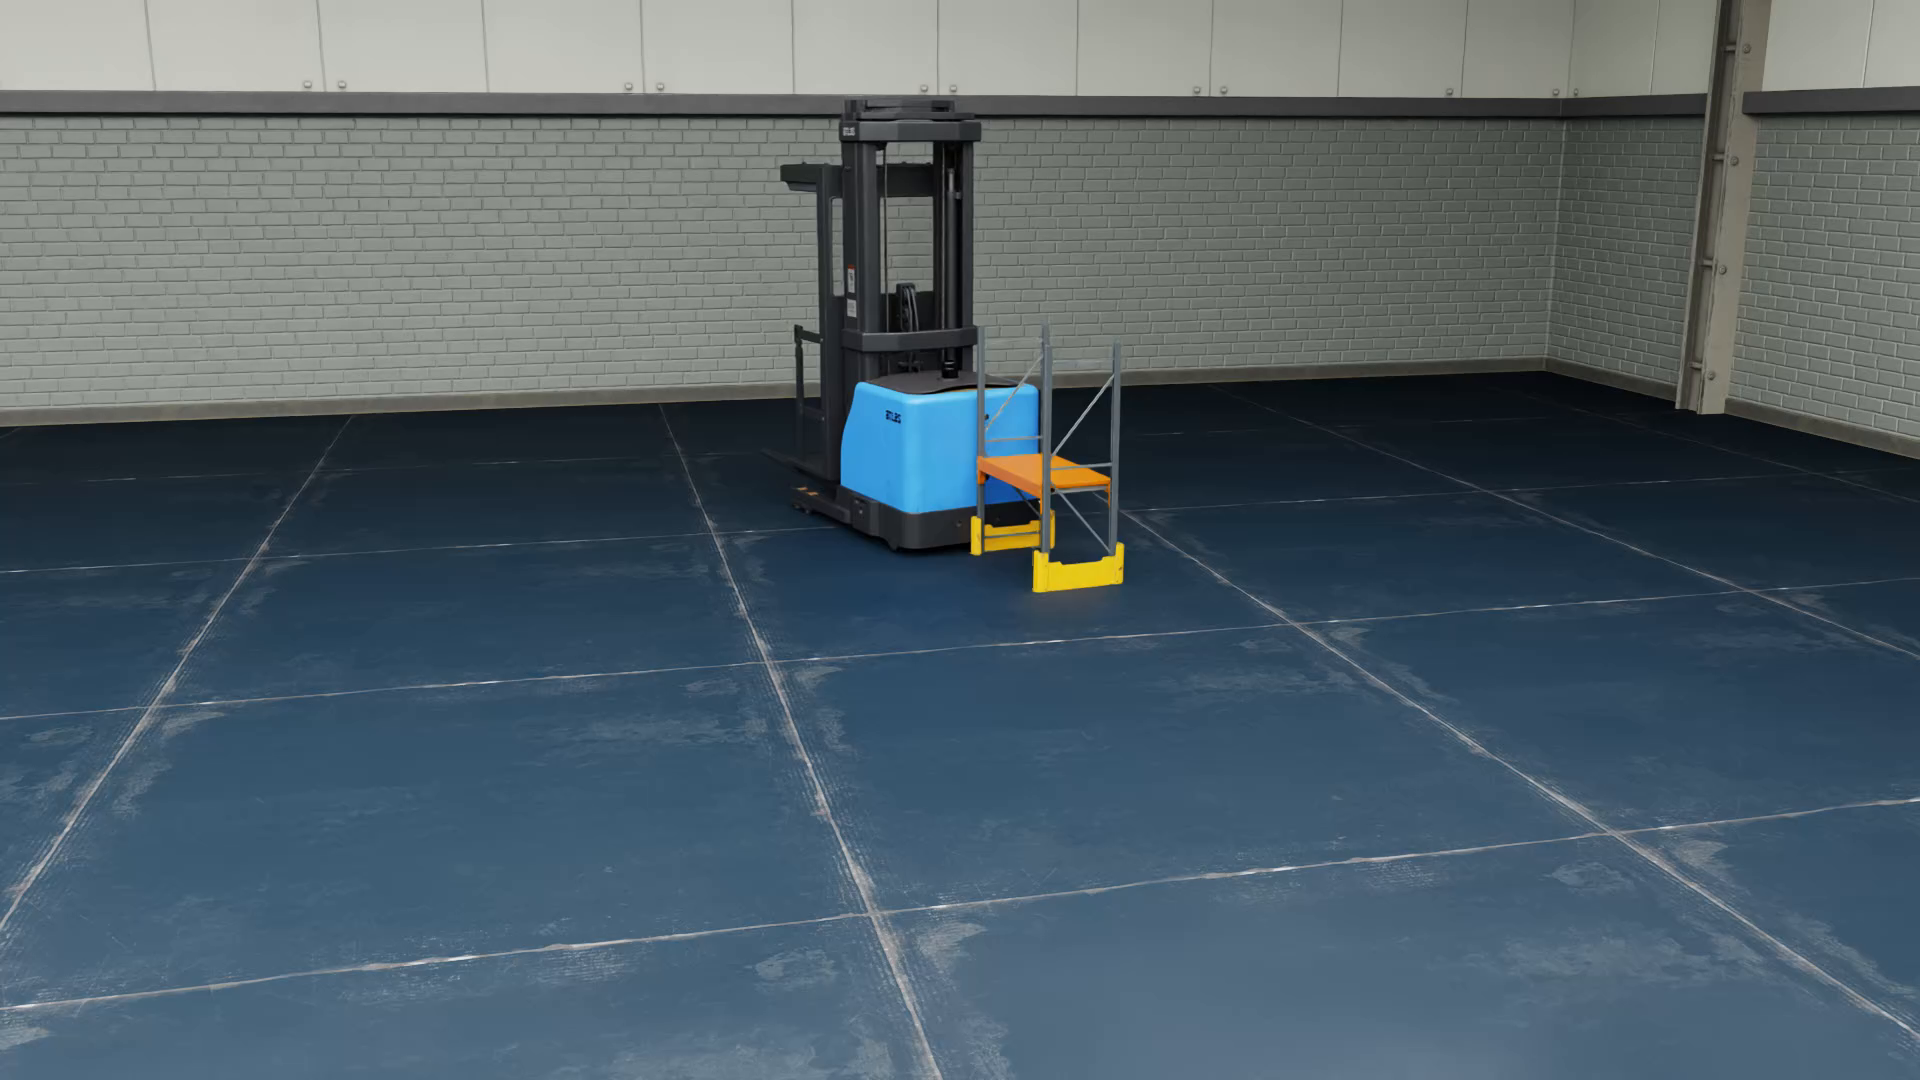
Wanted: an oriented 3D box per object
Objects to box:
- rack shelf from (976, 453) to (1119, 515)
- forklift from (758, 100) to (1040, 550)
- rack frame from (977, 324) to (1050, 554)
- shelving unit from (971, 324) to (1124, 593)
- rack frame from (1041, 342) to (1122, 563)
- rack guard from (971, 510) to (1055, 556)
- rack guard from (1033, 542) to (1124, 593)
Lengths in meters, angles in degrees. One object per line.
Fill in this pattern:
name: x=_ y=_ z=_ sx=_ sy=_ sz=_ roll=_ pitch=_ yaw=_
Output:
rack shelf: x=0.540 y=-0.375 z=10.561 sx=0.538 sy=0.185 sz=1.000 roll=-5 pitch=15 yaw=-21
forklift: x=-0.609 y=-1.659 z=12.043 sx=1.130 sy=2.935 sz=3.031 roll=-7 pitch=16 yaw=-28
rack frame: x=0.349 y=-0.662 z=10.976 sx=0.500 sy=1.500 sz=0.032 roll=-5 pitch=15 yaw=-21
shelving unit: x=0.543 y=-0.548 z=10.511 sx=0.587 sy=1.500 sz=1.083 roll=-5 pitch=15 yaw=-21
rack frame: x=0.731 y=-0.438 z=10.061 sx=0.500 sy=1.500 sz=0.032 roll=-5 pitch=15 yaw=-21
rack guard: x=0.356 y=-0.051 z=11.107 sx=0.587 sy=0.250 sz=0.087 roll=-5 pitch=15 yaw=-21
rack guard: x=0.730 y=0.169 z=10.211 sx=0.587 sy=0.250 sz=0.087 roll=-5 pitch=15 yaw=-21
